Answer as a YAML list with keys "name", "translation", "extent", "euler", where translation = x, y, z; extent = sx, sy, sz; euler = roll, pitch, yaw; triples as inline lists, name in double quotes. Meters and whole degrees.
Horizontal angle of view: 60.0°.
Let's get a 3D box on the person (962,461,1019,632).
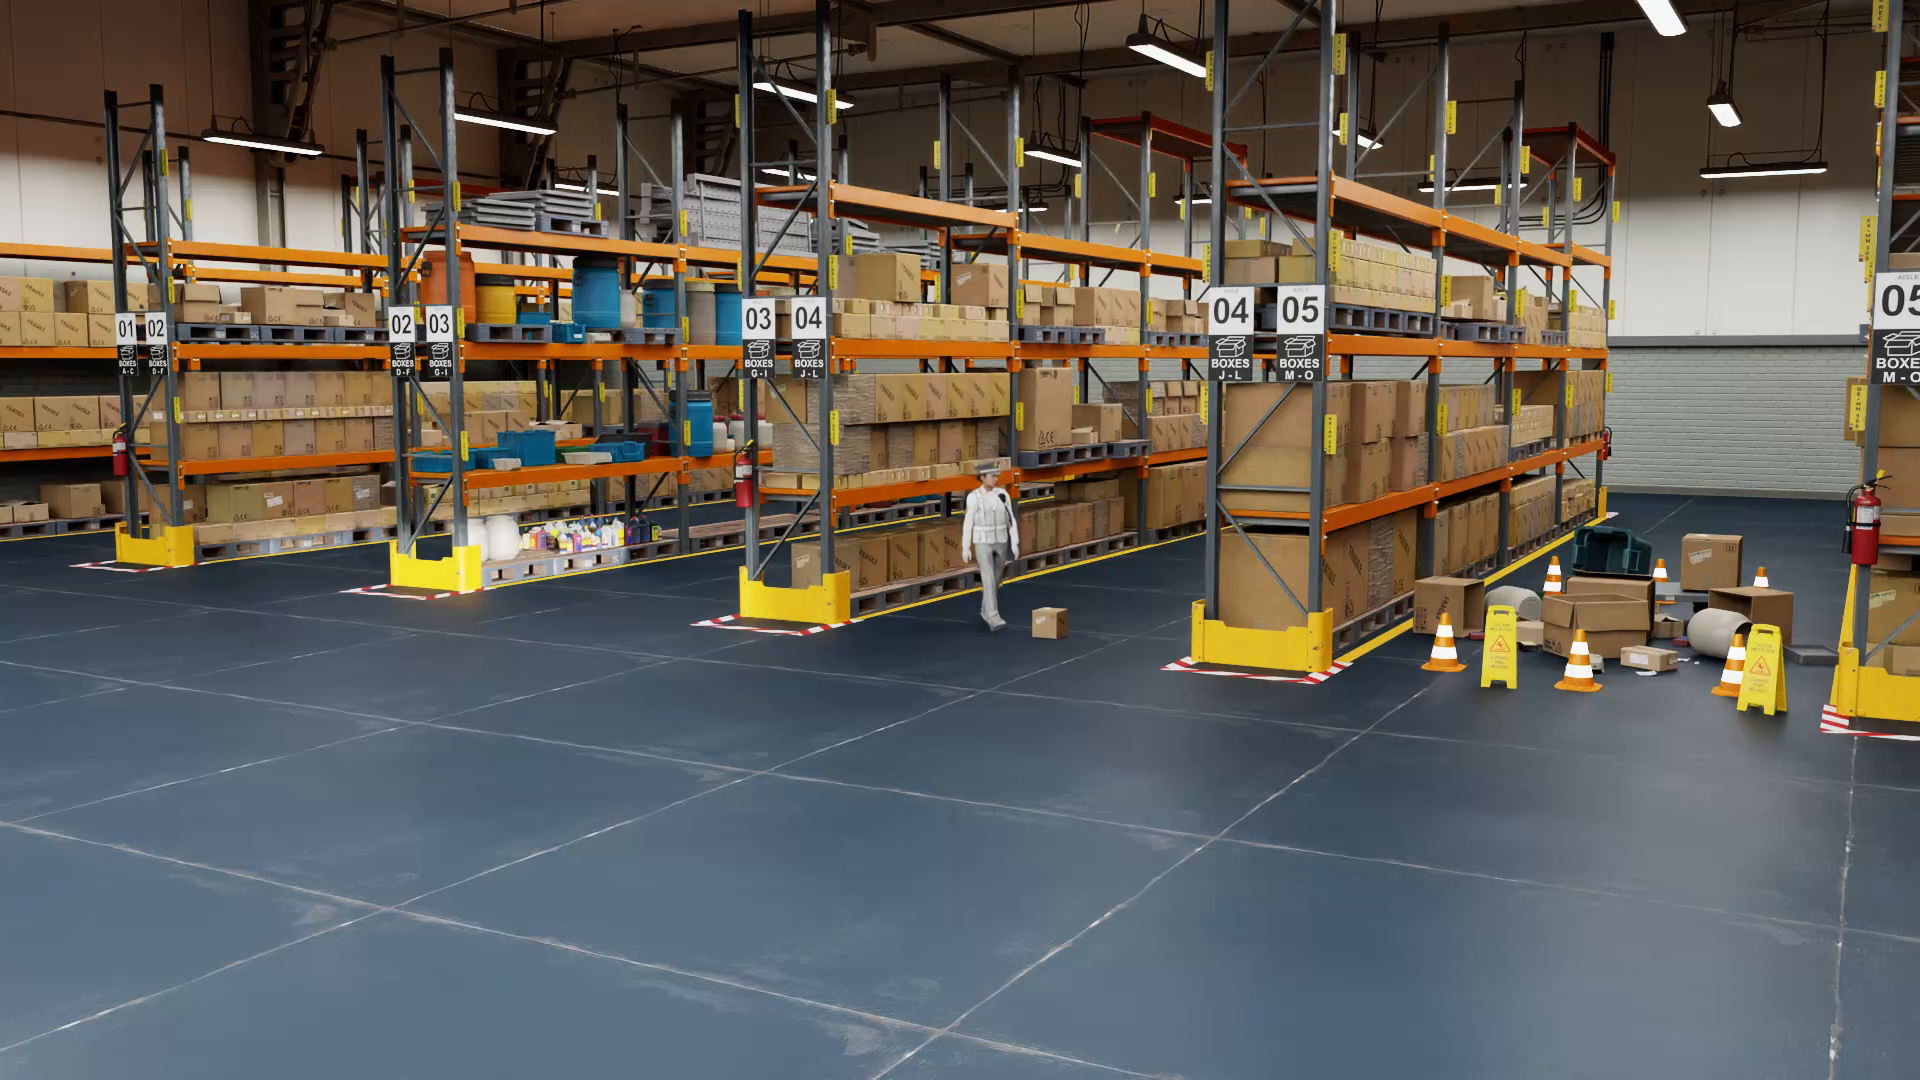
- name: "person"
  translation: [0.335, 0.041, 16.023]
  extent: [0.510, 1.609, 1.028]
  euler: [-3, 7, -23]
